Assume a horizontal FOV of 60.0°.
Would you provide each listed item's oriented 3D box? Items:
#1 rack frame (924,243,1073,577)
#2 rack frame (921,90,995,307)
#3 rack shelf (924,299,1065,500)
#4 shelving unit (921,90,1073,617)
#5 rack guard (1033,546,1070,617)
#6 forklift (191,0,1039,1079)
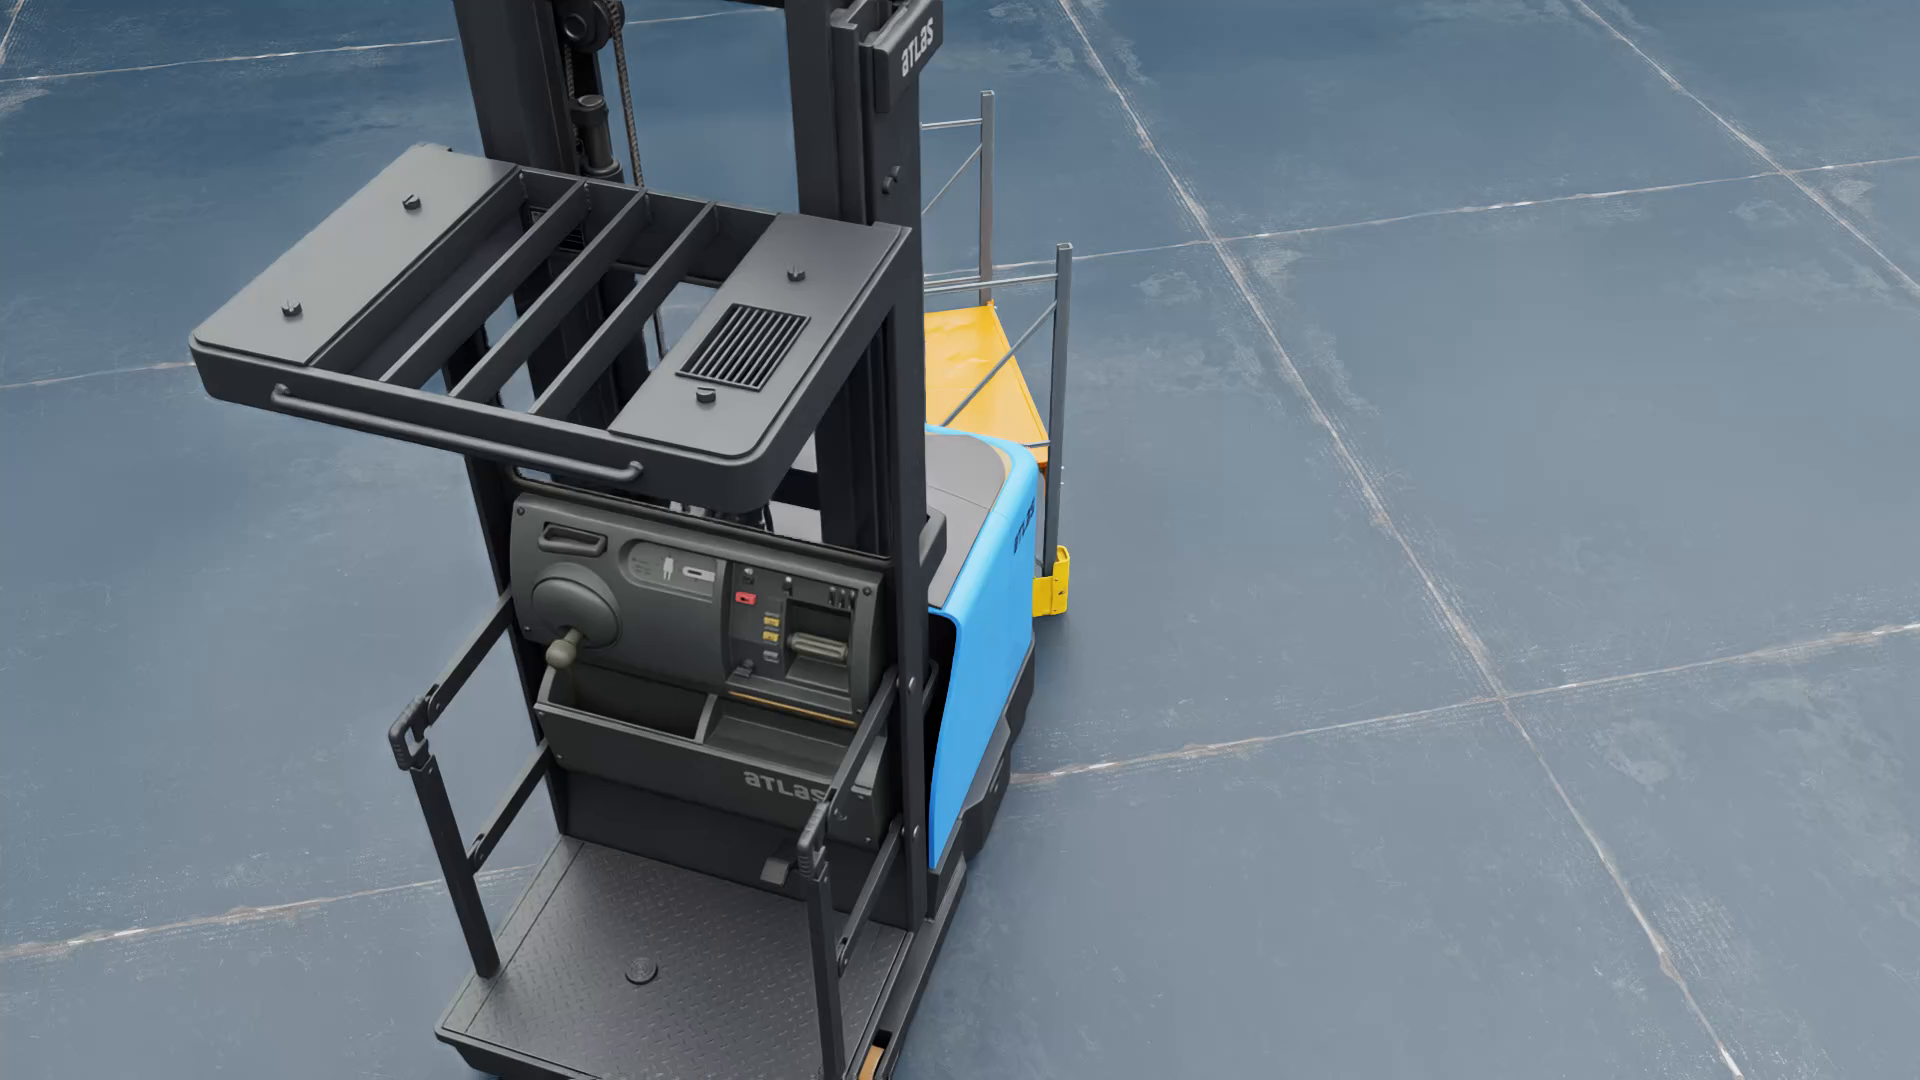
[{"bbox_3d":[0.091,-0.287,5.443,0.500,1.500,0.032,-8,42,-9],"label":"rack frame"},{"bbox_3d":[-0.128,-0.946,6.186,0.500,1.500,0.032,-8,42,-9],"label":"rack frame"},{"bbox_3d":[-0.018,-0.482,5.934,0.538,0.185,1.000,-8,42,-9],"label":"rack shelf"},{"bbox_3d":[-0.016,-0.610,5.808,0.587,1.500,1.083,-8,42,-9],"label":"shelving unit"},{"bbox_3d":[0.091,0.180,5.859,0.587,0.250,0.087,-8,42,-9],"label":"rack guard"},{"bbox_3d":[-0.698,0.246,3.765,1.130,2.935,3.031,12,43,14],"label":"forklift"}]
